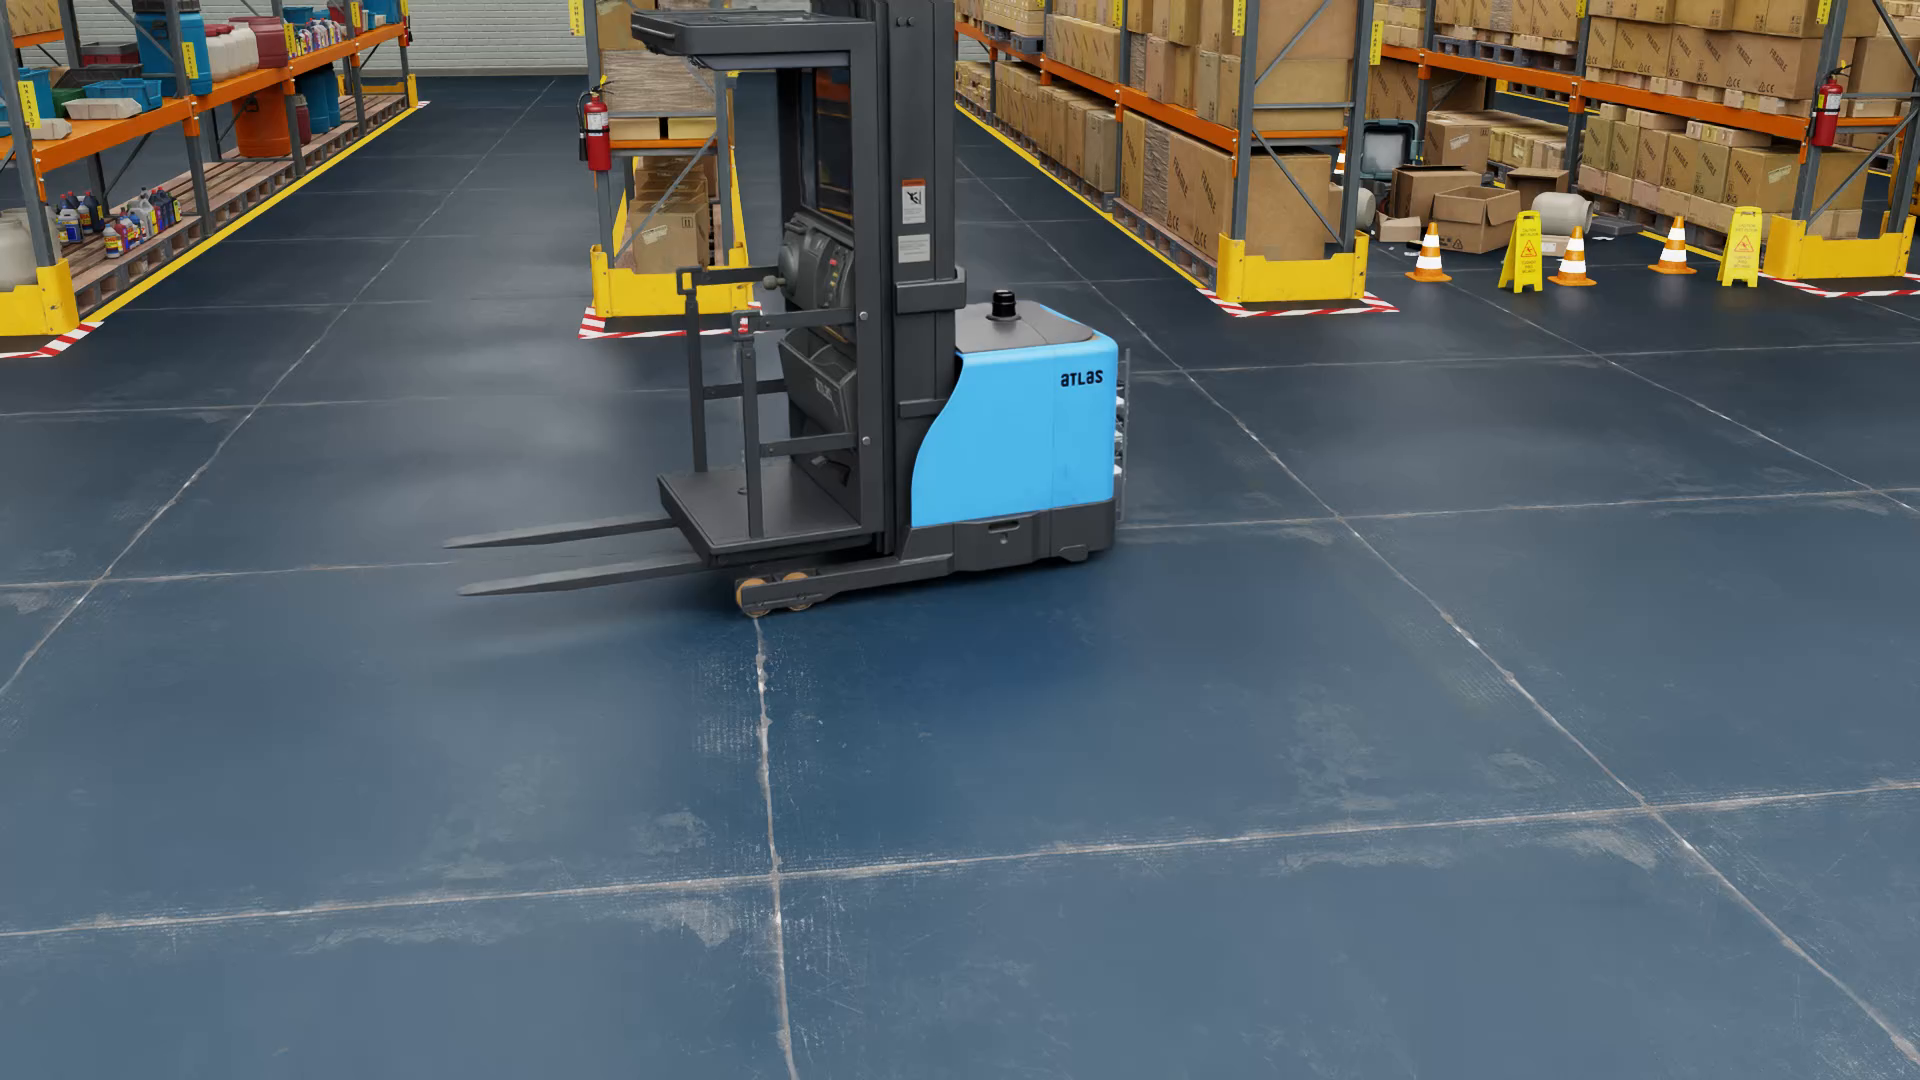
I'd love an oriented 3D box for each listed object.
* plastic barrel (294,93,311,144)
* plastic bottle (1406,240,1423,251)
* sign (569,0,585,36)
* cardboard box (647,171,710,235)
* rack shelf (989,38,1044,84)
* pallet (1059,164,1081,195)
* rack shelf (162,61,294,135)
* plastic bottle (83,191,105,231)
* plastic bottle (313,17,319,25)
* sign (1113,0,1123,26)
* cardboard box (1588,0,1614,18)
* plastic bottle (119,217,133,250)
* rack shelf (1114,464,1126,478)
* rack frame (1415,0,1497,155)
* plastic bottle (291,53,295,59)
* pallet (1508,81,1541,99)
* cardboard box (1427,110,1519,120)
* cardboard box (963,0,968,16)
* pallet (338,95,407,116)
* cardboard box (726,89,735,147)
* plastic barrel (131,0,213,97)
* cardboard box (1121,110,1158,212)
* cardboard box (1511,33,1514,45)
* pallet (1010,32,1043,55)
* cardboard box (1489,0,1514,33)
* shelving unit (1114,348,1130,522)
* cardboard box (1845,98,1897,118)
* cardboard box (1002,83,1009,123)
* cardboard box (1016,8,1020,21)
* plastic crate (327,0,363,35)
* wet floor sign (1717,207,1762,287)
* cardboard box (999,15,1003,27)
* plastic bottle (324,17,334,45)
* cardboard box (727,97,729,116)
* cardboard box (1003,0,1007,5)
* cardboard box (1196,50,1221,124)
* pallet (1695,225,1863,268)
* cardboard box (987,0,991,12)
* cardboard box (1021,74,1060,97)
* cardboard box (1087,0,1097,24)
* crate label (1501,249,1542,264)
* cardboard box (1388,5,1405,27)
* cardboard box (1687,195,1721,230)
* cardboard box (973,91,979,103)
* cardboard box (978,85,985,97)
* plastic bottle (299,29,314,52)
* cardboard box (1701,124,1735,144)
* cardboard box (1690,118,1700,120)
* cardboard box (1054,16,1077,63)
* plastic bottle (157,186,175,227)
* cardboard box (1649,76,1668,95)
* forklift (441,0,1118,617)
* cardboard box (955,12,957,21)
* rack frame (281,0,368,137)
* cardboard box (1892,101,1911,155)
[{"bbox_3d":[-8.550,-5.327,21.039,0.600,0.588,0.708,-3,21,-8],"label":"plastic barrel"},{"bbox_3d":[4.255,-2.748,15.487,0.133,0.061,0.283,-11,23,-26],"label":"plastic bottle"},{"bbox_3d":[-2.797,-3.850,12.130,0.100,0.325,0.005,-3,21,-8],"label":"sign"},{"bbox_3d":[-2.546,-3.042,15.046,0.500,0.500,0.500,-5,21,-13],"label":"cardboard box"},{"bbox_3d":[1.236,-6.521,22.417,1.077,0.370,4.000,-3,21,-8],"label":"rack shelf"},{"bbox_3d":[1.736,-4.161,19.055,1.003,0.211,1.213,-3,21,-8],"label":"pallet"},{"bbox_3d":[-8.011,-4.671,17.464,1.077,0.370,4.000,-3,21,-8],"label":"rack shelf"},{"bbox_3d":[-7.875,-2.988,15.086,0.144,0.351,0.185,-3,21,-8],"label":"plastic bottle"},{"bbox_3d":[-8.562,-6.753,22.081,0.144,0.351,0.185,-3,21,-8],"label":"plastic bottle"},{"bbox_3d":[1.565,-5.255,16.458,0.100,0.325,0.005,-3,21,-8],"label":"sign"},{"bbox_3d":[6.834,-5.557,16.809,0.700,0.500,0.500,-3,21,-8],"label":"cardboard box"},{"bbox_3d":[-7.149,-2.621,14.217,0.097,0.271,0.097,0,20,0],"label":"plastic bottle"},{"bbox_3d":[0.682,-0.334,8.435,0.258,0.077,0.200,-9,22,-22],"label":"rack shelf"},{"bbox_3d":[6.408,-6.450,21.199,1.000,3.000,0.127,-3,21,-8],"label":"rack frame"},{"bbox_3d":[-8.044,-5.928,19.968,0.061,0.283,0.133,-3,21,-8],"label":"plastic bottle"},{"bbox_3d":[10.293,-7.863,28.967,1.003,0.211,1.213,-3,21,-8],"label":"pallet"},{"bbox_3d":[6.480,-5.220,21.060,0.950,0.372,0.625,-4,21,-11],"label":"cardboard box"},{"bbox_3d":[0.323,-8.598,26.381,0.500,0.500,0.500,-3,21,-7],"label":"cardboard box"},{"bbox_3d":[-9.372,-6.877,26.326,1.003,0.211,1.213,-3,21,-8],"label":"pallet"},{"bbox_3d":[-3.477,-5.392,20.802,1.225,0.875,0.875,-4,21,-10],"label":"cardboard box"},{"bbox_3d":[-7.479,-4.700,15.795,0.600,0.901,0.708,-3,21,-8],"label":"plastic barrel"},{"bbox_3d":[2.122,-3.761,16.435,0.875,0.875,0.875,-3,21,-7],"label":"cardboard box"},{"bbox_3d":[6.568,-5.759,19.107,0.380,0.149,0.250,-4,21,-10],"label":"cardboard box"},{"bbox_3d":[1.316,-6.317,21.117,1.213,0.211,1.003,-3,21,-8],"label":"pallet"},{"bbox_3d":[6.474,-6.129,19.169,0.500,0.500,0.500,-4,21,-10],"label":"cardboard box"},{"bbox_3d":[0.682,-0.534,8.361,0.258,0.900,0.210,-9,22,-22],"label":"shelving unit"},{"bbox_3d":[7.717,-3.691,14.170,0.380,0.149,0.250,-3,21,-8],"label":"cardboard box"},{"bbox_3d":[0.870,-6.124,23.298,0.500,0.500,0.500,-2,21,-5],"label":"cardboard box"},{"bbox_3d":[0.922,-6.715,21.243,0.380,0.149,0.250,-2,21,-6],"label":"cardboard box"},{"bbox_3d":[-8.757,-7.465,23.740,0.402,0.464,0.583,-3,21,-8],"label":"plastic crate"},{"bbox_3d":[6.530,-2.458,13.874,0.267,0.644,0.232,4,21,11],"label":"wet floor sign"},{"bbox_3d":[0.743,-7.018,22.478,0.380,0.149,0.250,-3,21,-9],"label":"cardboard box"},{"bbox_3d":[-8.420,-6.761,22.101,0.144,0.351,0.185,-3,21,-8],"label":"plastic bottle"},{"bbox_3d":[-2.171,-3.698,14.189,0.380,0.149,0.250,-3,21,-8],"label":"cardboard box"},{"bbox_3d":[0.779,-7.208,22.136,0.380,0.149,0.250,-2,21,-6],"label":"cardboard box"},{"bbox_3d":[2.478,-3.782,13.839,0.875,0.550,0.550,-3,21,-8],"label":"cardboard box"},{"bbox_3d":[7.468,-2.683,15.099,1.003,0.211,1.213,-3,21,-8],"label":"pallet"},{"bbox_3d":[0.589,-7.520,23.396,0.380,0.149,0.250,-3,21,-9],"label":"cardboard box"},{"bbox_3d":[1.083,-5.940,21.735,0.500,0.250,0.500,-3,21,-7],"label":"cardboard box"},{"bbox_3d":[1.804,-5.995,18.409,0.700,0.500,0.500,-3,21,-8],"label":"cardboard box"},{"bbox_3d":[4.999,-2.519,14.764,0.250,0.136,0.298,-15,25,-35],"label":"crate label"},{"bbox_3d":[6.009,-6.946,22.027,0.500,0.250,0.500,-3,21,-9],"label":"cardboard box"},{"bbox_3d":[7.112,-3.035,15.385,0.500,0.250,0.500,-3,21,-8],"label":"cardboard box"},{"bbox_3d":[0.405,-6.889,25.847,0.380,0.149,0.250,-3,21,-8],"label":"cardboard box"},{"bbox_3d":[0.480,-6.829,25.263,0.380,0.149,0.250,-4,21,-10],"label":"cardboard box"},{"bbox_3d":[-8.242,-6.289,20.944,0.152,0.276,0.135,-3,21,-8],"label":"plastic bottle"},{"bbox_3d":[7.035,-3.719,15.218,0.380,0.149,0.250,-3,21,-7],"label":"cardboard box"},{"bbox_3d":[7.336,-4.134,17.255,0.500,0.500,0.500,-3,21,-9],"label":"cardboard box"},{"bbox_3d":[1.398,-5.867,19.496,0.500,0.500,0.500,-3,21,-8],"label":"cardboard box"},{"bbox_3d":[-7.345,-3.072,15.312,0.144,0.351,0.185,-3,21,-9],"label":"plastic bottle"},{"bbox_3d":[6.888,-4.379,16.012,0.380,0.149,0.250,-3,21,-7],"label":"cardboard box"},{"bbox_3d":[-0.827,-1.244,7.357,3.031,2.935,1.130,-8,22,-21],"label":"forklift"},{"bbox_3d":[0.094,-8.689,27.552,0.380,0.149,0.250,-3,21,-8],"label":"cardboard box"},{"bbox_3d":[-8.876,-7.086,22.900,1.000,3.000,0.127,-3,21,-8],"label":"rack frame"},{"bbox_3d":[11.706,-4.850,19.709,0.875,0.625,0.625,-3,21,-8],"label":"cardboard box"}]
